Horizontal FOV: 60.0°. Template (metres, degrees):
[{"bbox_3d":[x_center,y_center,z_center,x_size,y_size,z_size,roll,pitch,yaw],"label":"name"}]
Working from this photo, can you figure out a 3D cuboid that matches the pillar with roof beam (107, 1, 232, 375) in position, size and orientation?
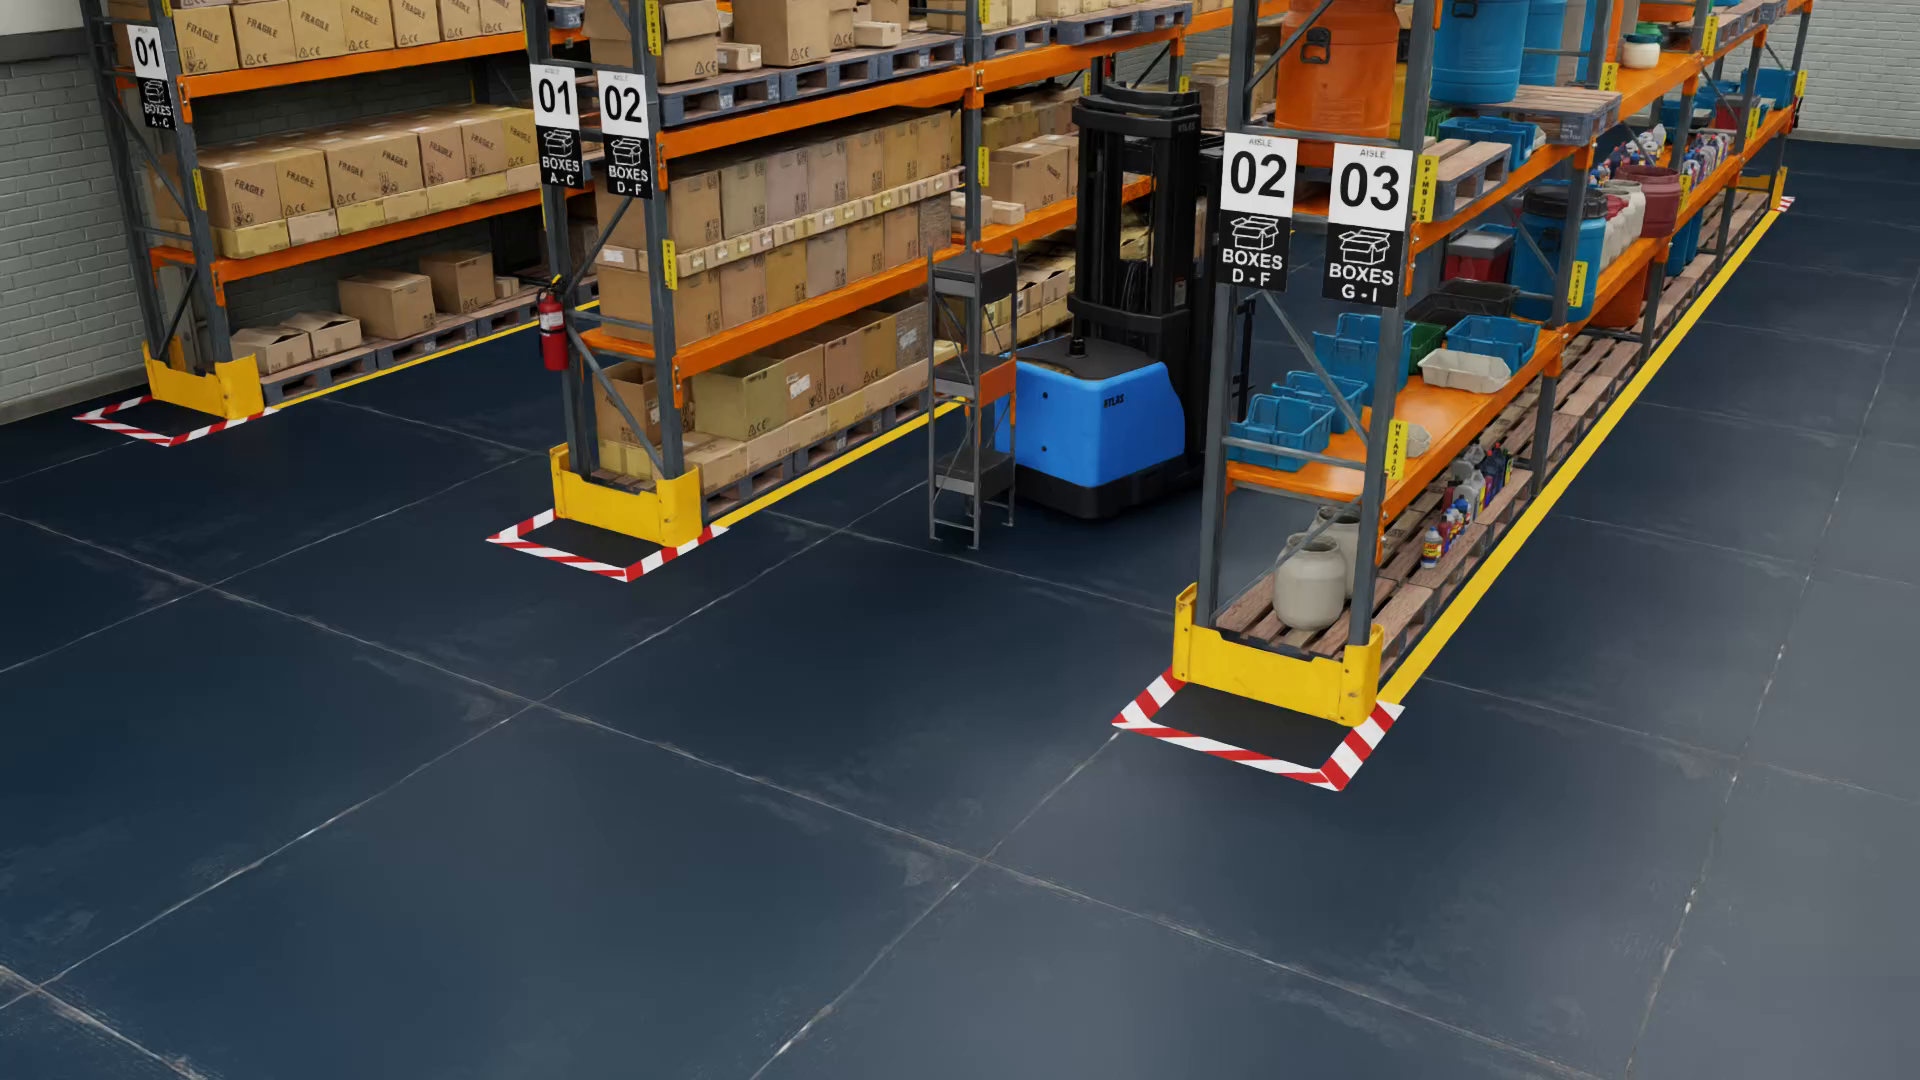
[{"bbox_3d":[-3.303,-4.808,11.529,9.100,9.000,0.400,14,27,29],"label":"pillar with roof beam"}]

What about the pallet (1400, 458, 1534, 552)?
[{"bbox_3d":[3.543,-0.316,12.214,1.003,0.211,1.213,14,27,29],"label":"pallet"}]

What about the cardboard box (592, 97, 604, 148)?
[{"bbox_3d":[-3.886,-4.489,17.664,0.700,0.500,0.500,17,29,34],"label":"cardboard box"}]

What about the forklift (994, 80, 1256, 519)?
[{"bbox_3d":[1.649,-1.980,12.635,3.031,2.935,1.130,-21,31,-40],"label":"forklift"}]

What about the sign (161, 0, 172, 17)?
[{"bbox_3d":[-6.133,-4.204,12.809,0.100,0.325,0.005,14,27,29],"label":"sign"}]

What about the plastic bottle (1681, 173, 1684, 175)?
[{"bbox_3d":[6.899,-3.380,15.929,0.061,0.283,0.133,14,27,29],"label":"plastic bottle"}]

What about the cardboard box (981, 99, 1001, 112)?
[{"bbox_3d":[0.387,-6.424,24.615,0.380,0.149,0.250,13,27,27],"label":"cardboard box"}]

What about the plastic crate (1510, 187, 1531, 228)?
[{"bbox_3d":[4.930,-2.712,14.158,0.402,0.464,0.583,14,27,29],"label":"plastic crate"}]

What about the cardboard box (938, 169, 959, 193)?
[{"bbox_3d":[-0.235,-3.060,14.100,0.380,0.149,0.250,14,27,29],"label":"cardboard box"}]

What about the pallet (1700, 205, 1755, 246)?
[{"bbox_3d":[9.150,-3.904,20.502,1.003,0.211,1.213,14,27,29],"label":"pallet"}]

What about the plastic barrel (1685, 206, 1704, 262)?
[{"bbox_3d":[7.851,-3.563,18.318,0.600,0.901,0.708,14,27,29],"label":"plastic barrel"}]

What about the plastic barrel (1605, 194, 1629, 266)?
[{"bbox_3d":[5.238,-2.546,13.686,0.433,0.535,0.433,0,23,0],"label":"plastic barrel"}]

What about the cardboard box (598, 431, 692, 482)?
[{"bbox_3d":[-2.352,-0.677,12.470,0.500,0.250,0.500,14,27,29],"label":"cardboard box"}]

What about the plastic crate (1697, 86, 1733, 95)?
[{"bbox_3d":[9.505,-5.578,20.994,0.416,0.233,0.300,14,27,29],"label":"plastic crate"}]

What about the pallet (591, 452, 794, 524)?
[{"bbox_3d":[-2.016,-0.490,12.616,1.003,0.211,1.213,14,27,29],"label":"pallet"}]

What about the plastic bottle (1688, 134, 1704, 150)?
[{"bbox_3d":[7.725,-4.080,17.461,0.144,0.351,0.185,14,27,29],"label":"plastic bottle"}]

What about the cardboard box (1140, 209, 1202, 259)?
[{"bbox_3d":[2.319,-3.351,18.308,0.500,0.500,0.500,15,28,31],"label":"cardboard box"}]

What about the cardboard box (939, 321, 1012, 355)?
[{"bbox_3d":[0.149,-1.868,15.222,0.500,0.250,0.500,13,27,28],"label":"cardboard box"}]

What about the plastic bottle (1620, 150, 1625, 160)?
[{"bbox_3d":[6.716,-3.816,16.937,0.061,0.283,0.133,14,27,29],"label":"plastic bottle"}]

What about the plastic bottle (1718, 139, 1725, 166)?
[{"bbox_3d":[8.026,-4.133,17.677,0.152,0.276,0.135,14,27,29],"label":"plastic bottle"}]

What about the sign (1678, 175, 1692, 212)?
[{"bbox_3d":[6.513,-3.126,14.989,0.100,0.325,0.005,14,27,29],"label":"sign"}]

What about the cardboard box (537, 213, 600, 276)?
[{"bbox_3d":[-4.110,-3.196,17.950,0.700,0.500,0.500,15,28,31],"label":"cardboard box"}]

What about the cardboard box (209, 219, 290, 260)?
[{"bbox_3d":[-6.067,-2.578,14.093,0.500,0.250,0.500,13,27,27],"label":"cardboard box"}]

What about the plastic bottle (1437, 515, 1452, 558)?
[{"bbox_3d":[3.178,-0.038,10.927,0.061,0.283,0.133,14,27,30],"label":"plastic bottle"}]

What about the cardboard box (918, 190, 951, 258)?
[{"bbox_3d":[-0.503,-2.748,14.195,0.700,0.500,0.500,13,27,28],"label":"cardboard box"}]

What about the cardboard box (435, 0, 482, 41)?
[{"bbox_3d":[-4.818,-4.931,15.438,0.500,0.500,0.500,11,26,25],"label":"cardboard box"}]

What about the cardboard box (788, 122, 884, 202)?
[{"bbox_3d":[-1.033,-3.003,13.153,0.700,0.500,0.500,14,27,29],"label":"cardboard box"}]

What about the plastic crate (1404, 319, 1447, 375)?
[{"bbox_3d":[2.976,-1.317,11.284,0.450,0.188,0.662,14,27,29],"label":"plastic crate"}]

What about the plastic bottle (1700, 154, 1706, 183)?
[{"bbox_3d":[7.484,-3.754,16.794,0.061,0.283,0.133,14,27,29],"label":"plastic bottle"}]

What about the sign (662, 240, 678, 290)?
[{"bbox_3d":[-1.916,-1.818,10.985,0.100,0.325,0.005,14,27,29],"label":"sign"}]

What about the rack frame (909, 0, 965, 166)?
[{"bbox_3d":[-0.264,-6.590,23.196,1.000,3.000,0.127,14,27,29],"label":"rack frame"}]

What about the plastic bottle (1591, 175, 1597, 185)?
[{"bbox_3d":[6.143,-3.444,16.180,0.097,0.201,0.097,0,23,0],"label":"plastic bottle"}]

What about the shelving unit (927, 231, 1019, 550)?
[{"bbox_3d":[0.087,-1.019,11.462,0.431,2.100,0.503,14,27,29],"label":"shelving unit"}]

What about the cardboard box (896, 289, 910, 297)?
[{"bbox_3d":[-0.785,-2.037,14.668,0.500,0.500,0.500,14,27,29],"label":"cardboard box"}]

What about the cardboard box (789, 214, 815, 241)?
[{"bbox_3d":[-1.316,-2.369,12.504,0.380,0.149,0.250,13,27,28],"label":"cardboard box"}]

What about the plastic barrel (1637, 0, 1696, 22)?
[{"bbox_3d":[6.344,-5.121,14.958,0.600,0.830,0.708,14,27,29],"label":"plastic barrel"}]

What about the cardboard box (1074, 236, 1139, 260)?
[{"bbox_3d":[1.500,-2.986,17.098,0.500,0.311,0.500,13,27,28],"label":"cardboard box"}]

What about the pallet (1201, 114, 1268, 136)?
[{"bbox_3d":[2.858,-4.772,19.239,1.003,0.211,1.213,14,27,29],"label":"pallet"}]

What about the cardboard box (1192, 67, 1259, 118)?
[{"bbox_3d":[3.066,-5.182,19.291,0.700,0.500,0.500,7,24,16],"label":"cardboard box"}]

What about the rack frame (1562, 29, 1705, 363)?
[{"bbox_3d":[6.042,-3.164,15.282,1.000,3.000,0.127,14,27,29],"label":"rack frame"}]

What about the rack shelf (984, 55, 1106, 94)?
[{"bbox_3d":[0.791,-6.935,24.899,1.077,0.370,4.000,14,27,29],"label":"rack shelf"}]

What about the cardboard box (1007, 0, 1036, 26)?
[{"bbox_3d":[0.347,-4.745,14.820,0.500,0.250,0.500,11,26,24],"label":"cardboard box"}]

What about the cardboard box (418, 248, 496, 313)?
[{"bbox_3d":[-4.998,-2.586,16.540,0.500,0.500,0.500,12,26,25],"label":"cardboard box"}]

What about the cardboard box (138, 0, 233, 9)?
[{"bbox_3d":[-6.185,-4.509,13.205,0.500,0.500,0.500,12,26,25],"label":"cardboard box"}]

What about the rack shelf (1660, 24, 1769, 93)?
[{"bbox_3d":[7.097,-4.885,16.388,1.077,0.370,4.000,14,27,29],"label":"rack shelf"}]

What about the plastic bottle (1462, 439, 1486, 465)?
[{"bbox_3d":[3.715,-0.552,12.030,0.144,0.351,0.185,14,27,29],"label":"plastic bottle"}]

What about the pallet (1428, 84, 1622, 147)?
[{"bbox_3d":[3.635,-2.839,10.995,1.213,0.211,1.003,14,27,29],"label":"pallet"}]

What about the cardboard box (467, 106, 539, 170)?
[{"bbox_3d":[-4.471,-3.950,16.318,0.500,0.500,0.500,14,27,29],"label":"cardboard box"}]

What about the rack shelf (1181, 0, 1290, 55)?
[{"bbox_3d":[2.891,-5.924,18.789,1.077,0.370,4.000,14,27,29],"label":"rack shelf"}]

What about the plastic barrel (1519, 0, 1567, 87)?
[{"bbox_3d":[4.016,-3.637,11.969,0.600,0.901,0.708,14,27,29],"label":"plastic barrel"}]

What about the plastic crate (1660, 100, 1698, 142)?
[{"bbox_3d":[8.109,-4.763,18.921,0.392,0.384,0.575,14,27,29],"label":"plastic crate"}]

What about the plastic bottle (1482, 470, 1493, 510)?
[{"bbox_3d":[3.686,-0.363,11.677,0.061,0.283,0.133,16,28,32],"label":"plastic bottle"}]

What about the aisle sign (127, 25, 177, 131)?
[{"bbox_3d":[-6.377,-3.645,13.123,0.394,0.787,0.004,14,27,29],"label":"aisle sign"}]

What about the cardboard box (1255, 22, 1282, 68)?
[{"bbox_3d":[3.993,-6.283,21.102,0.500,0.500,0.500,14,27,29],"label":"cardboard box"}]

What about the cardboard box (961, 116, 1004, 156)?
[{"bbox_3d":[0.217,-5.866,24.143,0.700,0.500,0.500,14,27,30],"label":"cardboard box"}]

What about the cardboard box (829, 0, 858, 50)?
[{"bbox_3d":[-1.250,-4.004,12.614,0.797,0.503,0.637,17,29,35],"label":"cardboard box"}]
